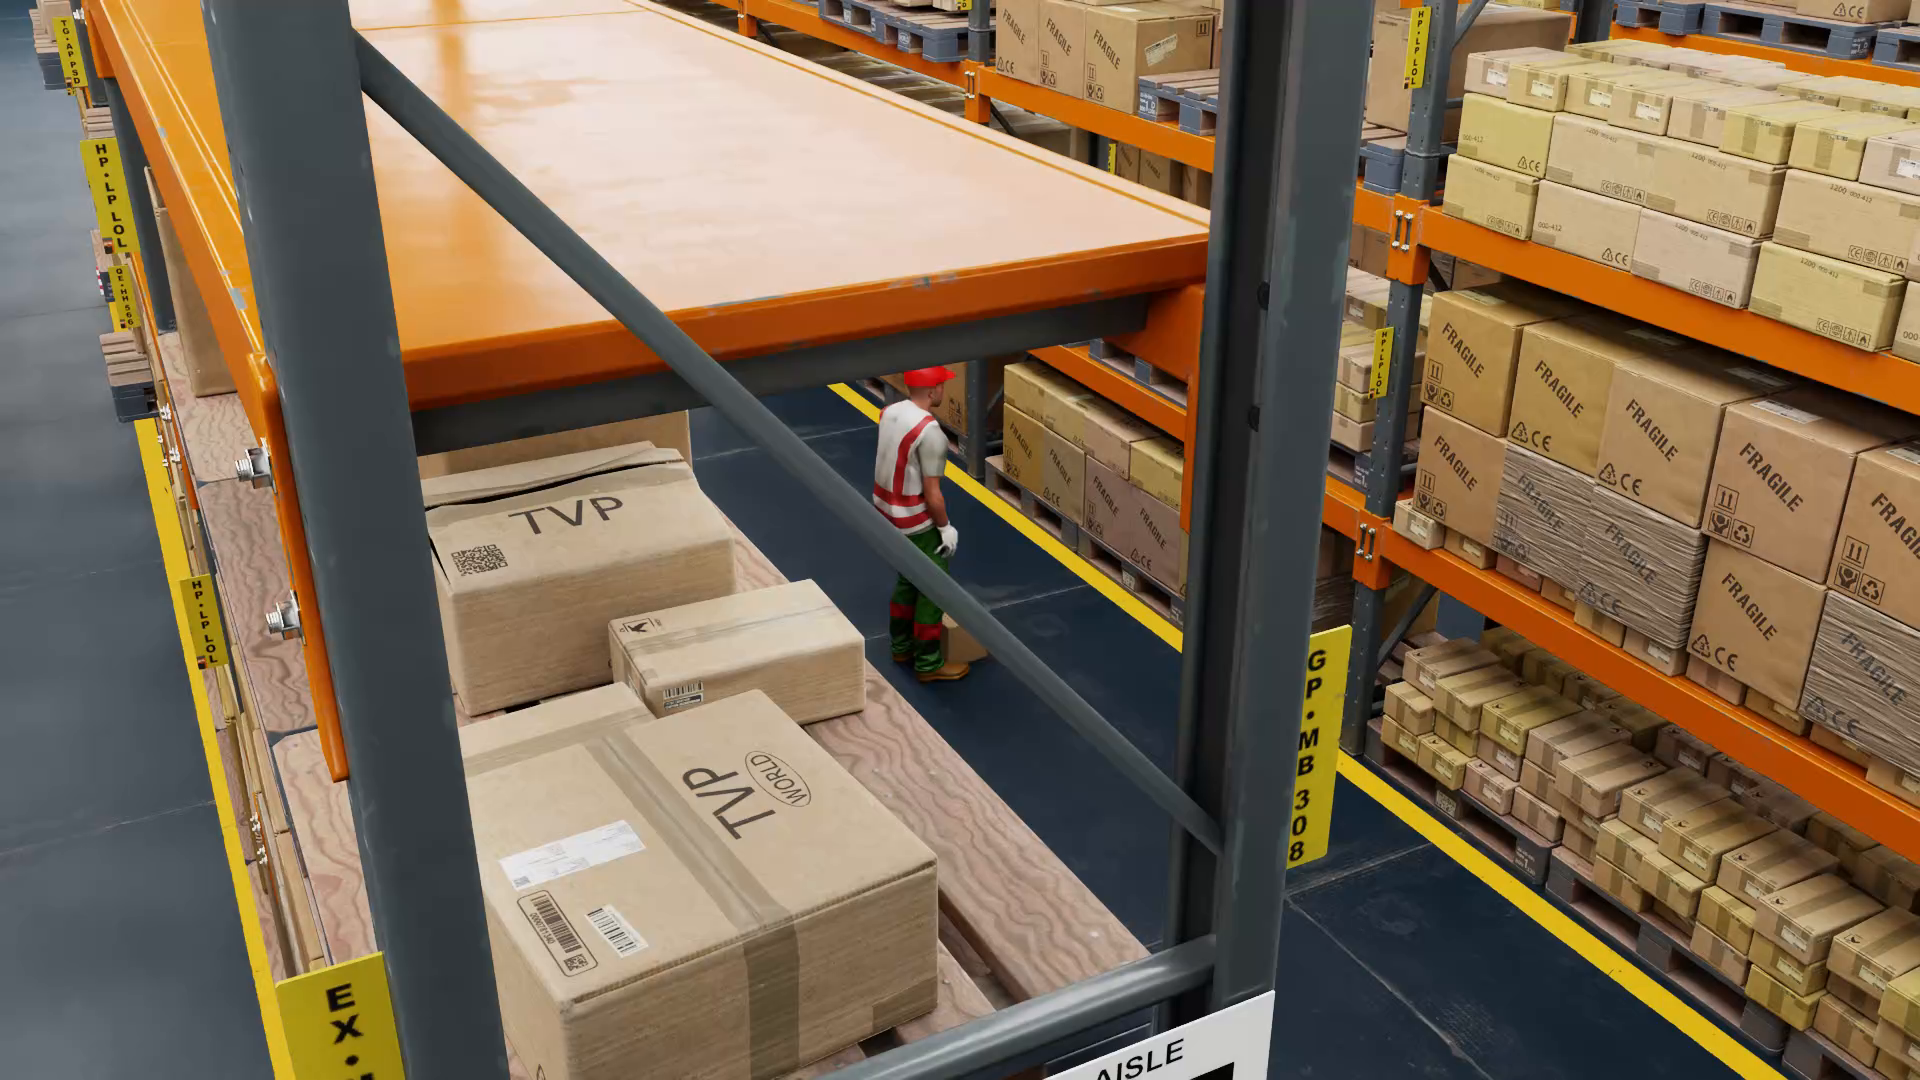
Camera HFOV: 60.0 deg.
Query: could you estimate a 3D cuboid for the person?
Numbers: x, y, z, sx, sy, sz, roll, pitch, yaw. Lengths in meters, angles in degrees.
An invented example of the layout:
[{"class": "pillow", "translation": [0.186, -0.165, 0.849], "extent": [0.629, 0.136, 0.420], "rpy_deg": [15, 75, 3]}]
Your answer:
[{"class": "person", "translation": [-0.215, -0.117, 8.842], "extent": [0.446, 1.776, 0.589], "rpy_deg": [-14, 29, -27]}]
